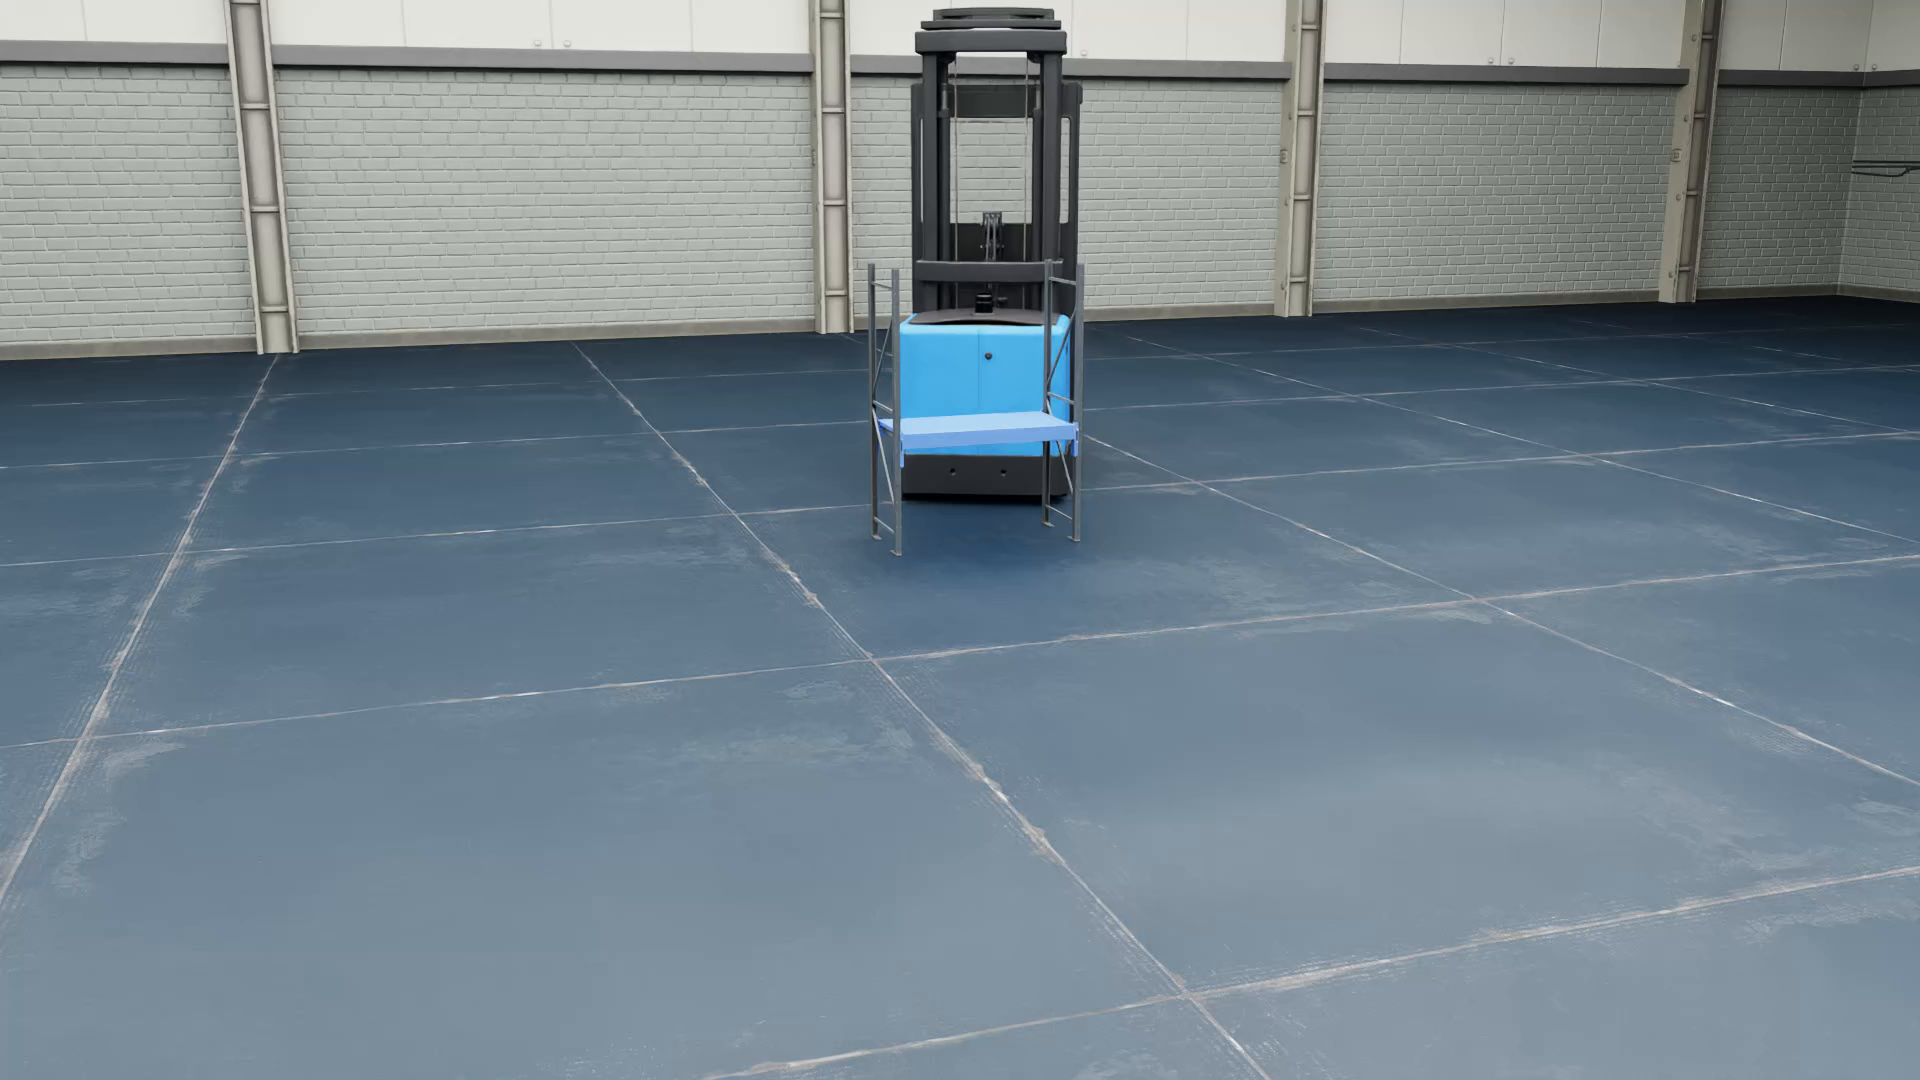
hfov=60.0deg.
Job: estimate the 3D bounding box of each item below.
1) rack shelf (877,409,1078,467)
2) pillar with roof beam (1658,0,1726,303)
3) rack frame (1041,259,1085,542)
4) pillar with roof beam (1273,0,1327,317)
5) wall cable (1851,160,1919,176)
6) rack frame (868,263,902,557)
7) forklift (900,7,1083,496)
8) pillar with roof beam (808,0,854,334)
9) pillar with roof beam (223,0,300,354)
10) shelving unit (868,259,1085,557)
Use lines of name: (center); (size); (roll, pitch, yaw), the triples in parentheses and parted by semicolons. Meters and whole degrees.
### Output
rack shelf: (0.081, -0.561, 9.037); (1.000, 0.185, 0.538); (-4, 14, -18)
pillar with roof beam: (11.290, -6.736, 18.015); (0.400, 9.000, 9.100); (-4, 14, -18)
rack frame: (0.563, -0.773, 9.153); (0.032, 1.500, 0.500); (-4, 14, -18)
pillar with roof beam: (5.604, -6.293, 16.153); (0.400, 9.000, 9.100); (-4, 14, -18)
wall cable: (13.131, -6.097, 22.039); (0.112, 2.526, 3.097); (-4, 14, -18)
rack frame: (-0.401, -0.698, 8.838); (0.032, 1.500, 0.500); (-4, 14, -18)
forklift: (0.250, -1.978, 11.123); (1.130, 2.935, 3.031); (1, 13, 5)
pillar with roof beam: (-0.083, -5.850, 14.292); (0.400, 9.000, 9.100); (-4, 14, -18)
pillar with roof beam: (-5.770, -5.407, 12.430); (0.400, 9.000, 9.100); (-4, 14, -18)
shelving unit: (0.081, -0.736, 8.996); (1.048, 1.500, 0.538); (-4, 14, -18)
